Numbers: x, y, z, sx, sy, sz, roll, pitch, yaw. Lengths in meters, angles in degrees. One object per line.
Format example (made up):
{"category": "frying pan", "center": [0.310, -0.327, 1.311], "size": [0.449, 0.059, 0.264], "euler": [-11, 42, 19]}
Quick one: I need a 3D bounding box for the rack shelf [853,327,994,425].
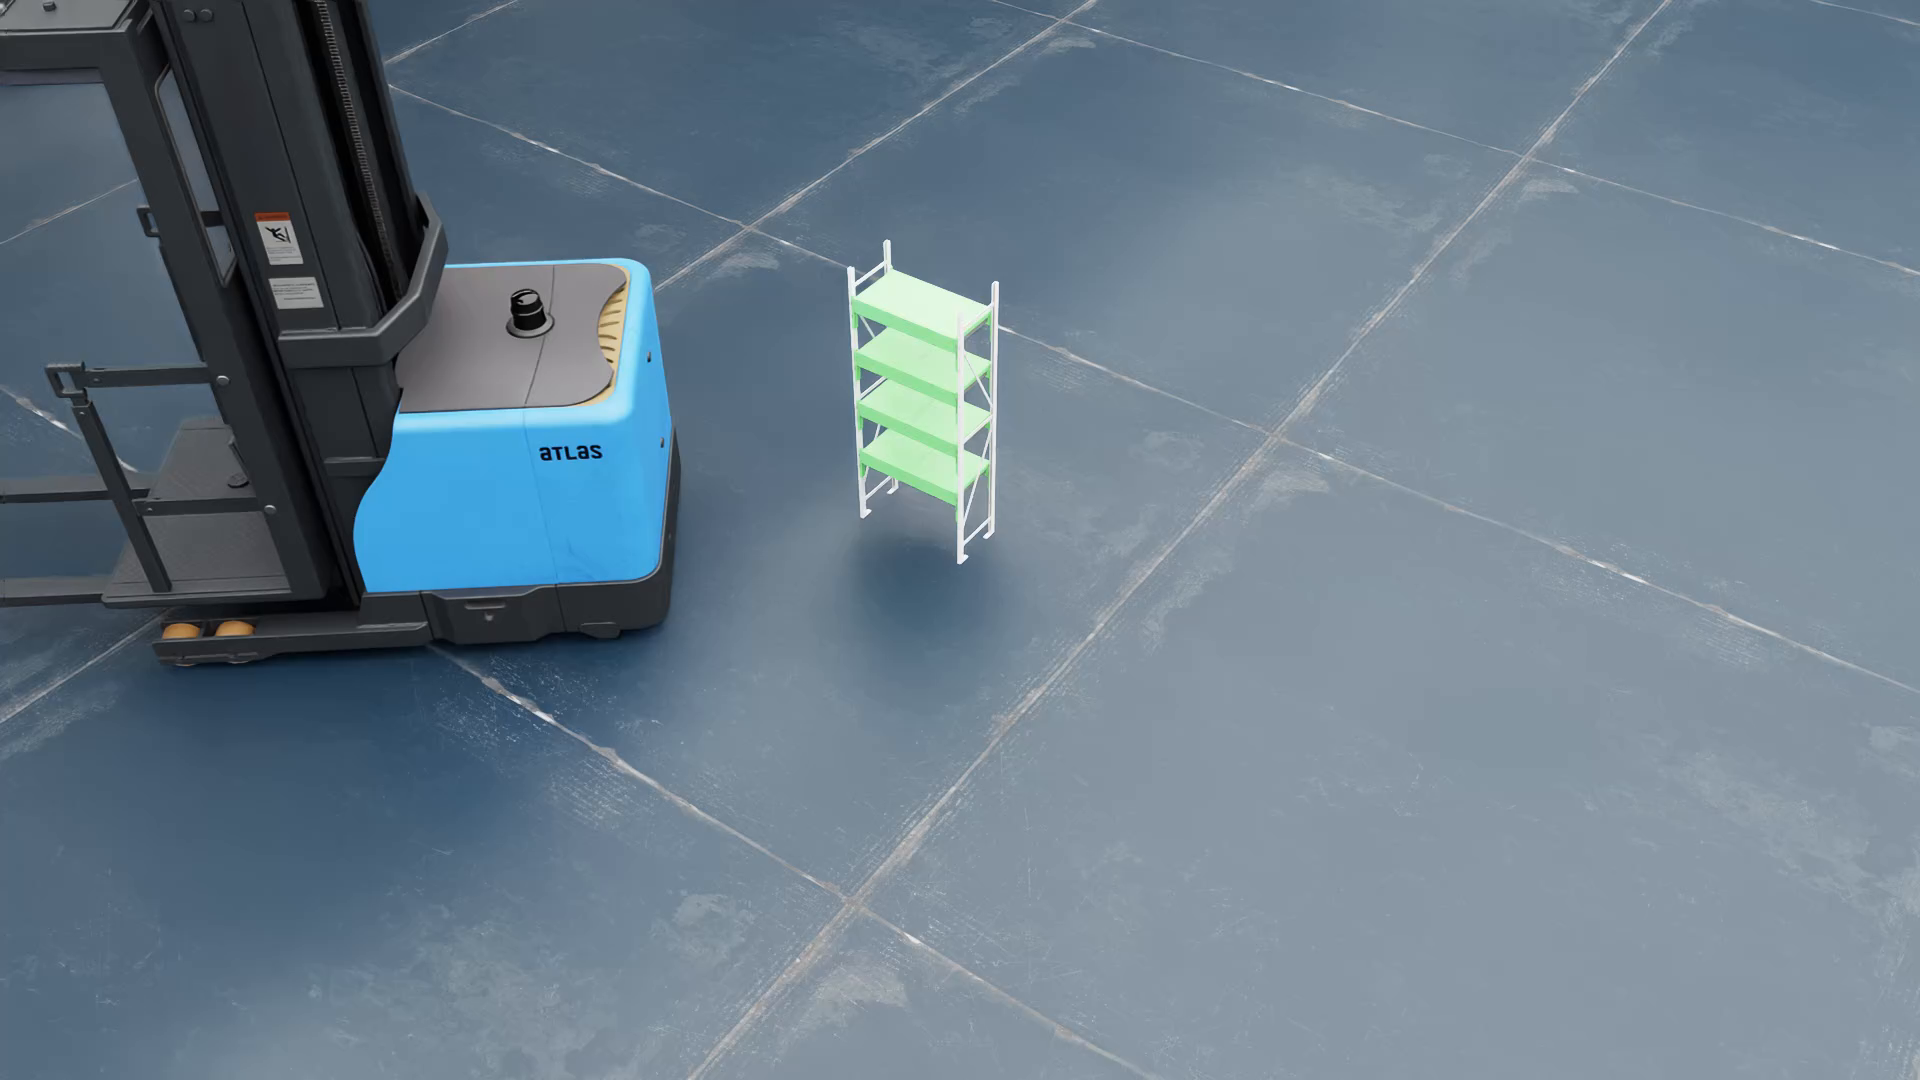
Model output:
{"category": "rack shelf", "center": [-0.136, -0.642, 6.303], "size": [0.480, 0.148, 0.258], "euler": [25, 48, 25]}

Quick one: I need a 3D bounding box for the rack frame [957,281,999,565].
{"category": "rack frame", "center": [0.064, -0.417, 6.316], "size": [0.015, 1.200, 0.240], "euler": [25, 48, 25]}

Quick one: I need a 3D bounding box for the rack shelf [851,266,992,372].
{"category": "rack shelf", "center": [-0.136, -0.821, 6.143], "size": [0.480, 0.148, 0.258], "euler": [25, 48, 25]}

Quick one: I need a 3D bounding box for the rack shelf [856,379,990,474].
{"category": "rack shelf", "center": [-0.136, -0.463, 6.463], "size": [0.480, 0.148, 0.258], "euler": [25, 48, 25]}

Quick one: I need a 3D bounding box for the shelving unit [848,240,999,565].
{"category": "shelving unit", "center": [-0.136, -0.511, 6.421], "size": [0.503, 1.200, 0.258], "euler": [25, 48, 25]}

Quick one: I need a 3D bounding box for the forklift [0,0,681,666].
{"category": "forklift", "center": [-2.651, -0.987, 5.655], "size": [3.031, 2.935, 1.130], "euler": [-3, 42, -3]}

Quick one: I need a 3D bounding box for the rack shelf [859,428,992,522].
{"category": "rack shelf", "center": [-0.136, -0.284, 6.623], "size": [0.480, 0.148, 0.258], "euler": [25, 48, 25]}

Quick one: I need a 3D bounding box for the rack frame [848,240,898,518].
{"category": "rack frame", "center": [-0.335, -0.604, 6.525], "size": [0.015, 1.200, 0.240], "euler": [25, 48, 25]}
